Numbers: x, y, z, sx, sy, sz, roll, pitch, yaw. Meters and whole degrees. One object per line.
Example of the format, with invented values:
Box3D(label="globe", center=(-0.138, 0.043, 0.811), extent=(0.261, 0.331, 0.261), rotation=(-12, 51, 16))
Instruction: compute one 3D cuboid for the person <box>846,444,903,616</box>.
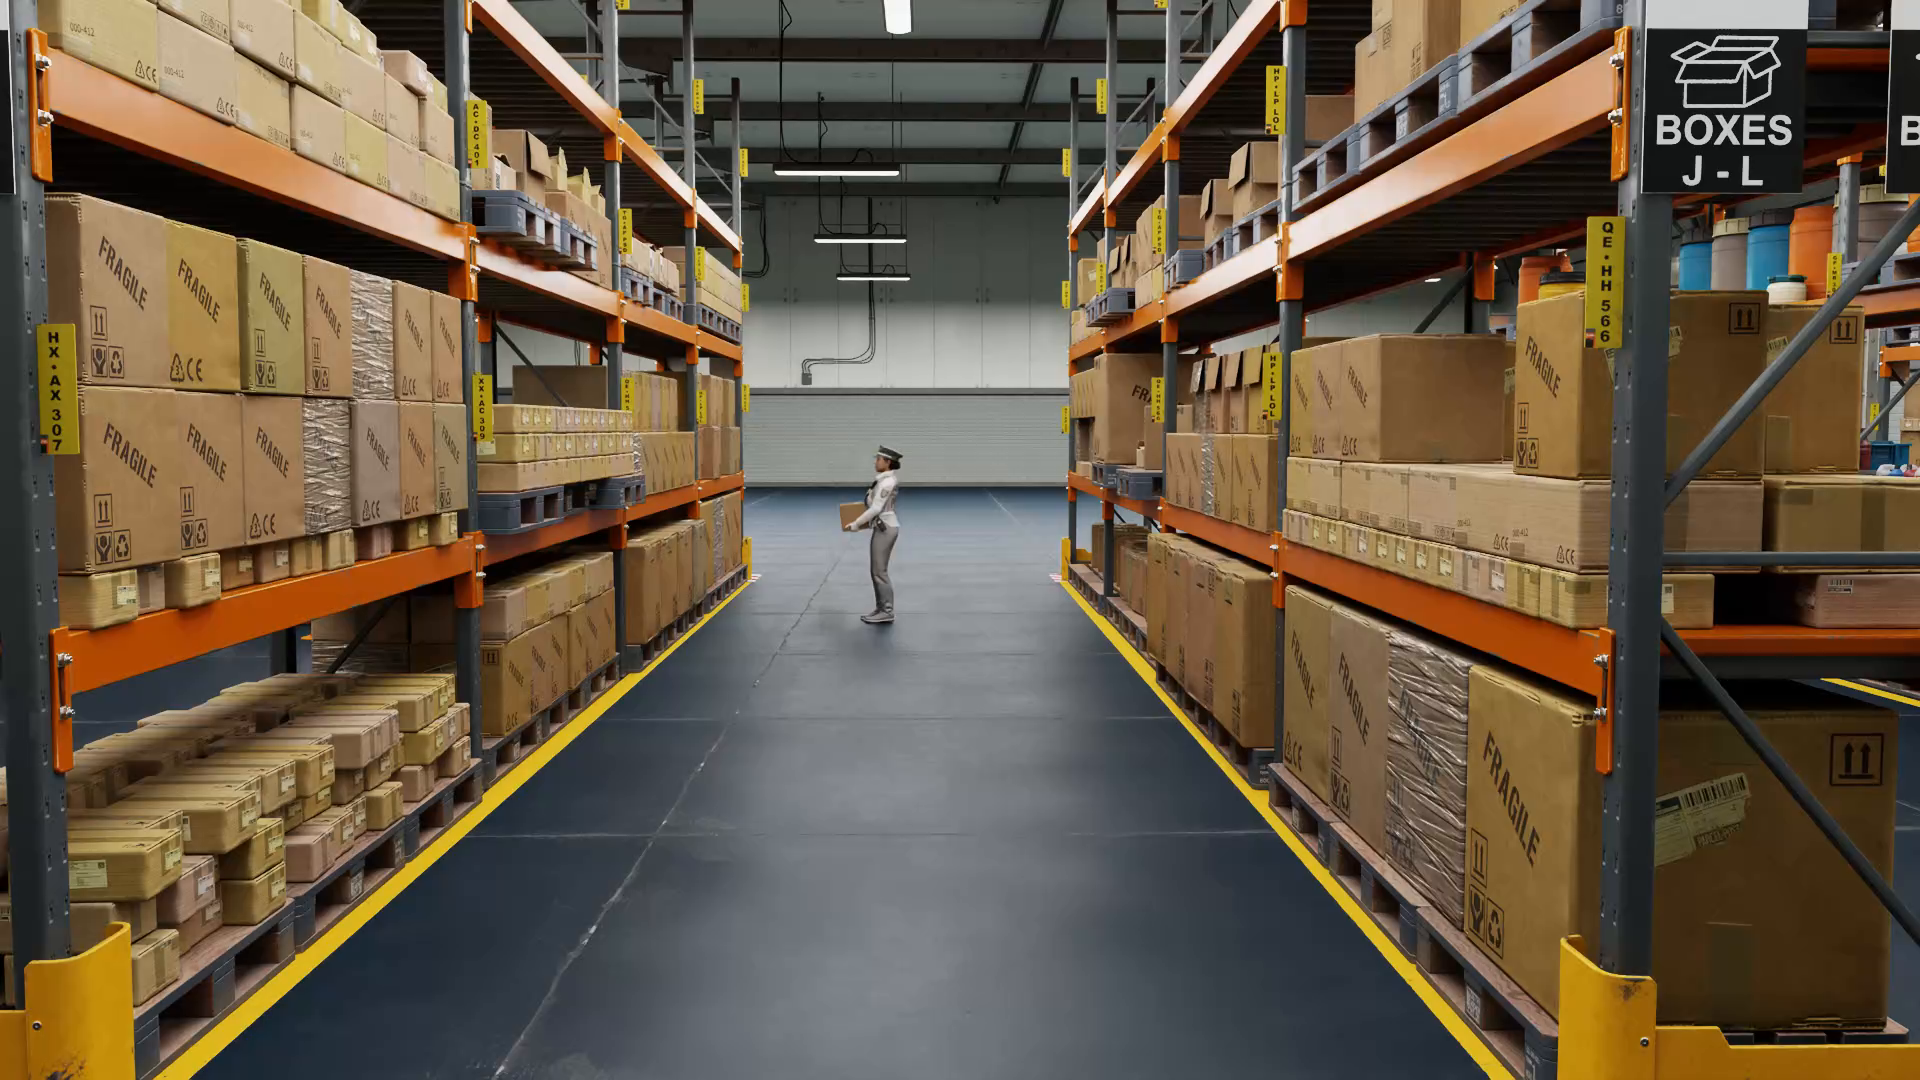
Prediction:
Box3D(label="person", center=(-0.810, -0.099, 15.804), extent=(0.543, 1.622, 0.361), rotation=(0, 4, -1))
